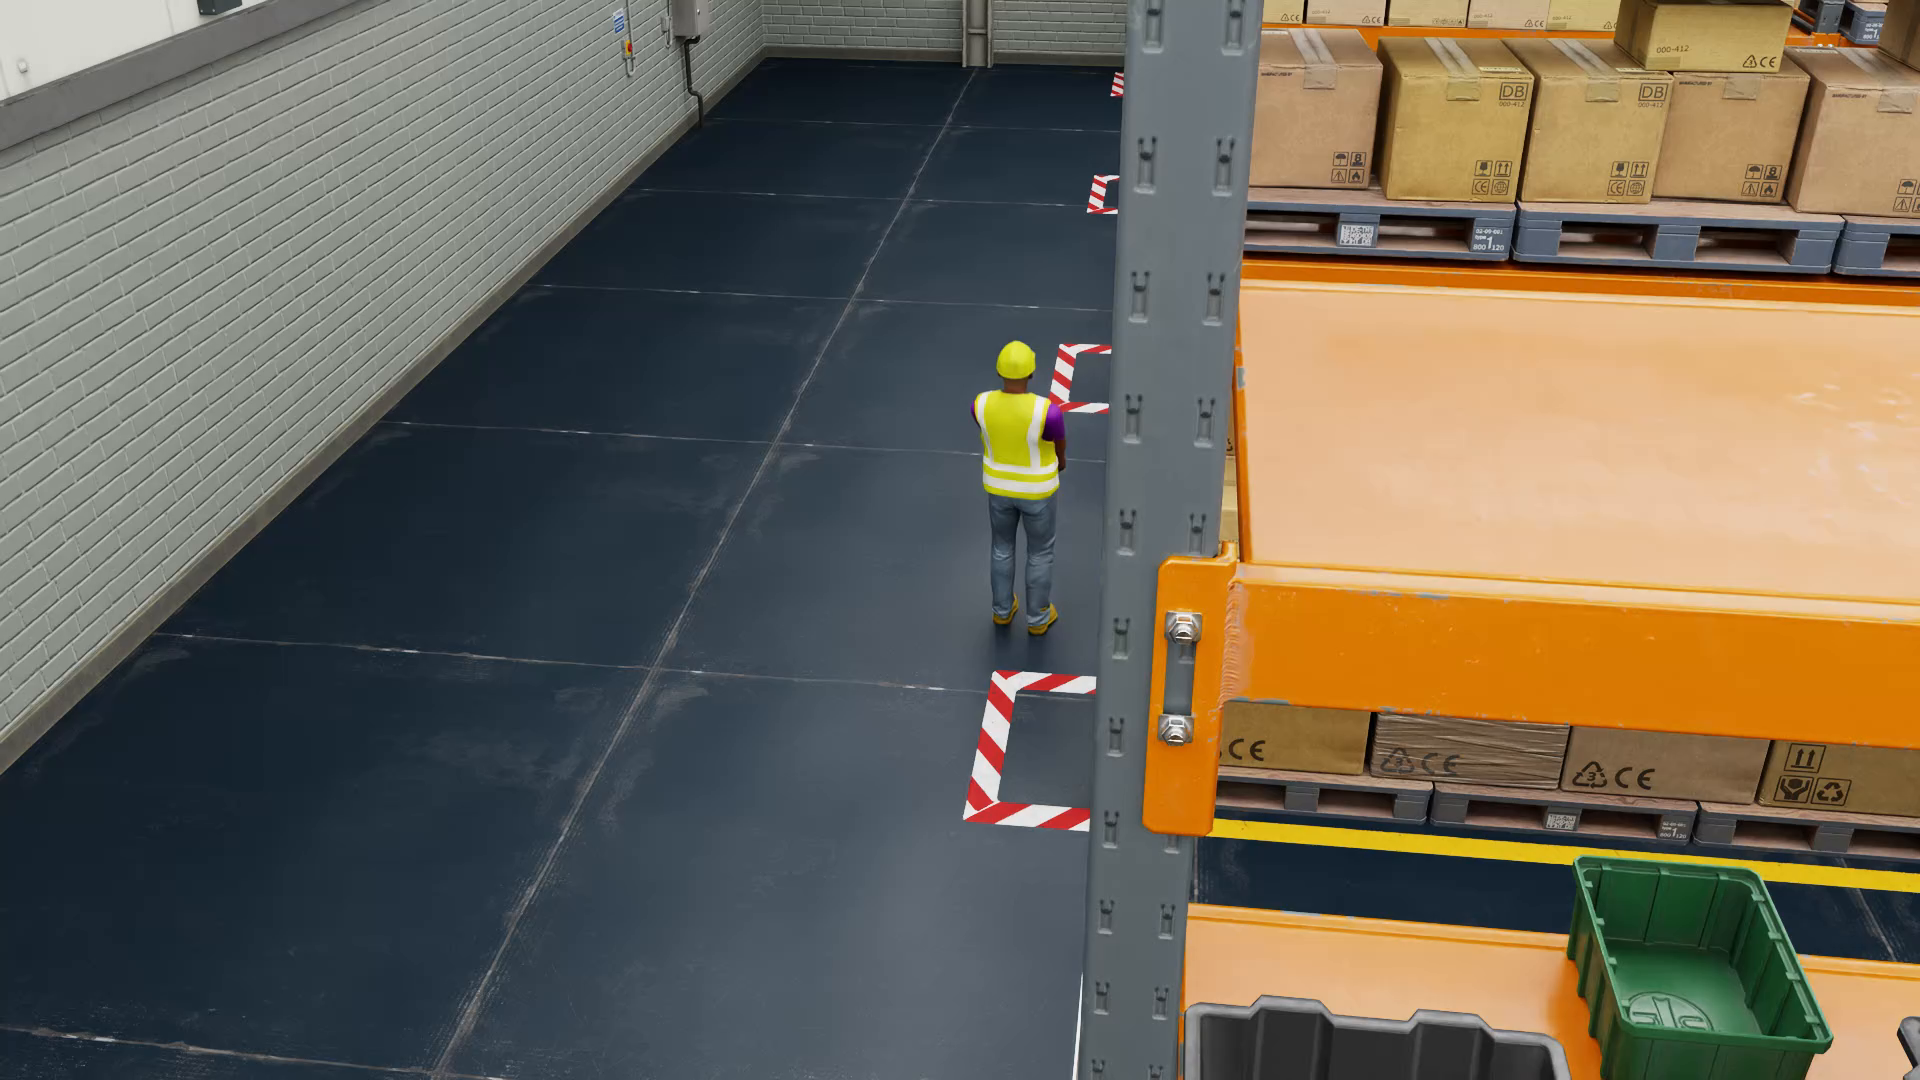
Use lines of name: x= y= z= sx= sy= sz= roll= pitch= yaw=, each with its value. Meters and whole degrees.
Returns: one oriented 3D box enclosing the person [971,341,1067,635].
person: x=0.355 y=-0.334 z=9.339 sx=0.503 sy=1.760 sz=0.576 roll=9 pitch=30 yaw=17
